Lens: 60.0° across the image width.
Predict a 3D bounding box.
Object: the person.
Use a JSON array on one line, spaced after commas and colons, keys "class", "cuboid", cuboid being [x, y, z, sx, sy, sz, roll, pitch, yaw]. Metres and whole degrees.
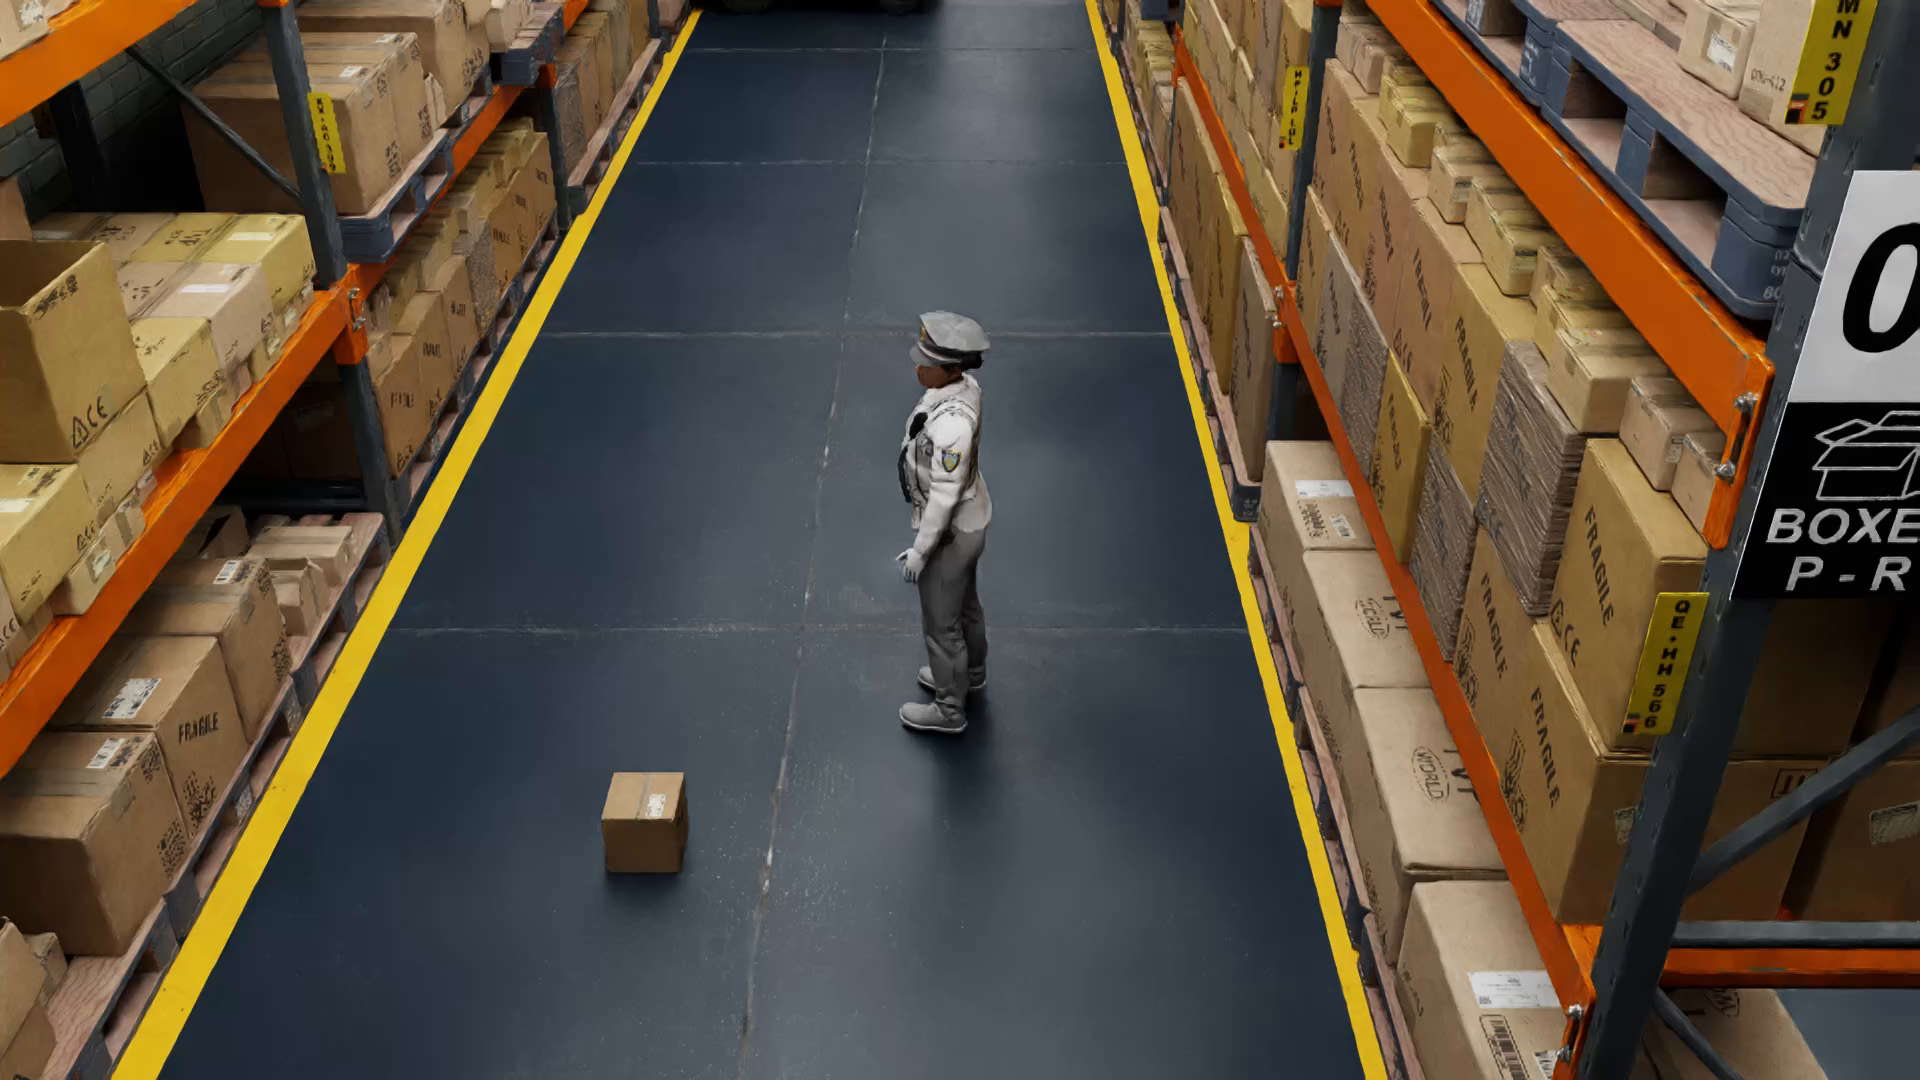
[{"class": "person", "cuboid": [-0.061, -0.048, 6.162, 0.345, 1.685, 0.506, 2, 32, 4]}]
